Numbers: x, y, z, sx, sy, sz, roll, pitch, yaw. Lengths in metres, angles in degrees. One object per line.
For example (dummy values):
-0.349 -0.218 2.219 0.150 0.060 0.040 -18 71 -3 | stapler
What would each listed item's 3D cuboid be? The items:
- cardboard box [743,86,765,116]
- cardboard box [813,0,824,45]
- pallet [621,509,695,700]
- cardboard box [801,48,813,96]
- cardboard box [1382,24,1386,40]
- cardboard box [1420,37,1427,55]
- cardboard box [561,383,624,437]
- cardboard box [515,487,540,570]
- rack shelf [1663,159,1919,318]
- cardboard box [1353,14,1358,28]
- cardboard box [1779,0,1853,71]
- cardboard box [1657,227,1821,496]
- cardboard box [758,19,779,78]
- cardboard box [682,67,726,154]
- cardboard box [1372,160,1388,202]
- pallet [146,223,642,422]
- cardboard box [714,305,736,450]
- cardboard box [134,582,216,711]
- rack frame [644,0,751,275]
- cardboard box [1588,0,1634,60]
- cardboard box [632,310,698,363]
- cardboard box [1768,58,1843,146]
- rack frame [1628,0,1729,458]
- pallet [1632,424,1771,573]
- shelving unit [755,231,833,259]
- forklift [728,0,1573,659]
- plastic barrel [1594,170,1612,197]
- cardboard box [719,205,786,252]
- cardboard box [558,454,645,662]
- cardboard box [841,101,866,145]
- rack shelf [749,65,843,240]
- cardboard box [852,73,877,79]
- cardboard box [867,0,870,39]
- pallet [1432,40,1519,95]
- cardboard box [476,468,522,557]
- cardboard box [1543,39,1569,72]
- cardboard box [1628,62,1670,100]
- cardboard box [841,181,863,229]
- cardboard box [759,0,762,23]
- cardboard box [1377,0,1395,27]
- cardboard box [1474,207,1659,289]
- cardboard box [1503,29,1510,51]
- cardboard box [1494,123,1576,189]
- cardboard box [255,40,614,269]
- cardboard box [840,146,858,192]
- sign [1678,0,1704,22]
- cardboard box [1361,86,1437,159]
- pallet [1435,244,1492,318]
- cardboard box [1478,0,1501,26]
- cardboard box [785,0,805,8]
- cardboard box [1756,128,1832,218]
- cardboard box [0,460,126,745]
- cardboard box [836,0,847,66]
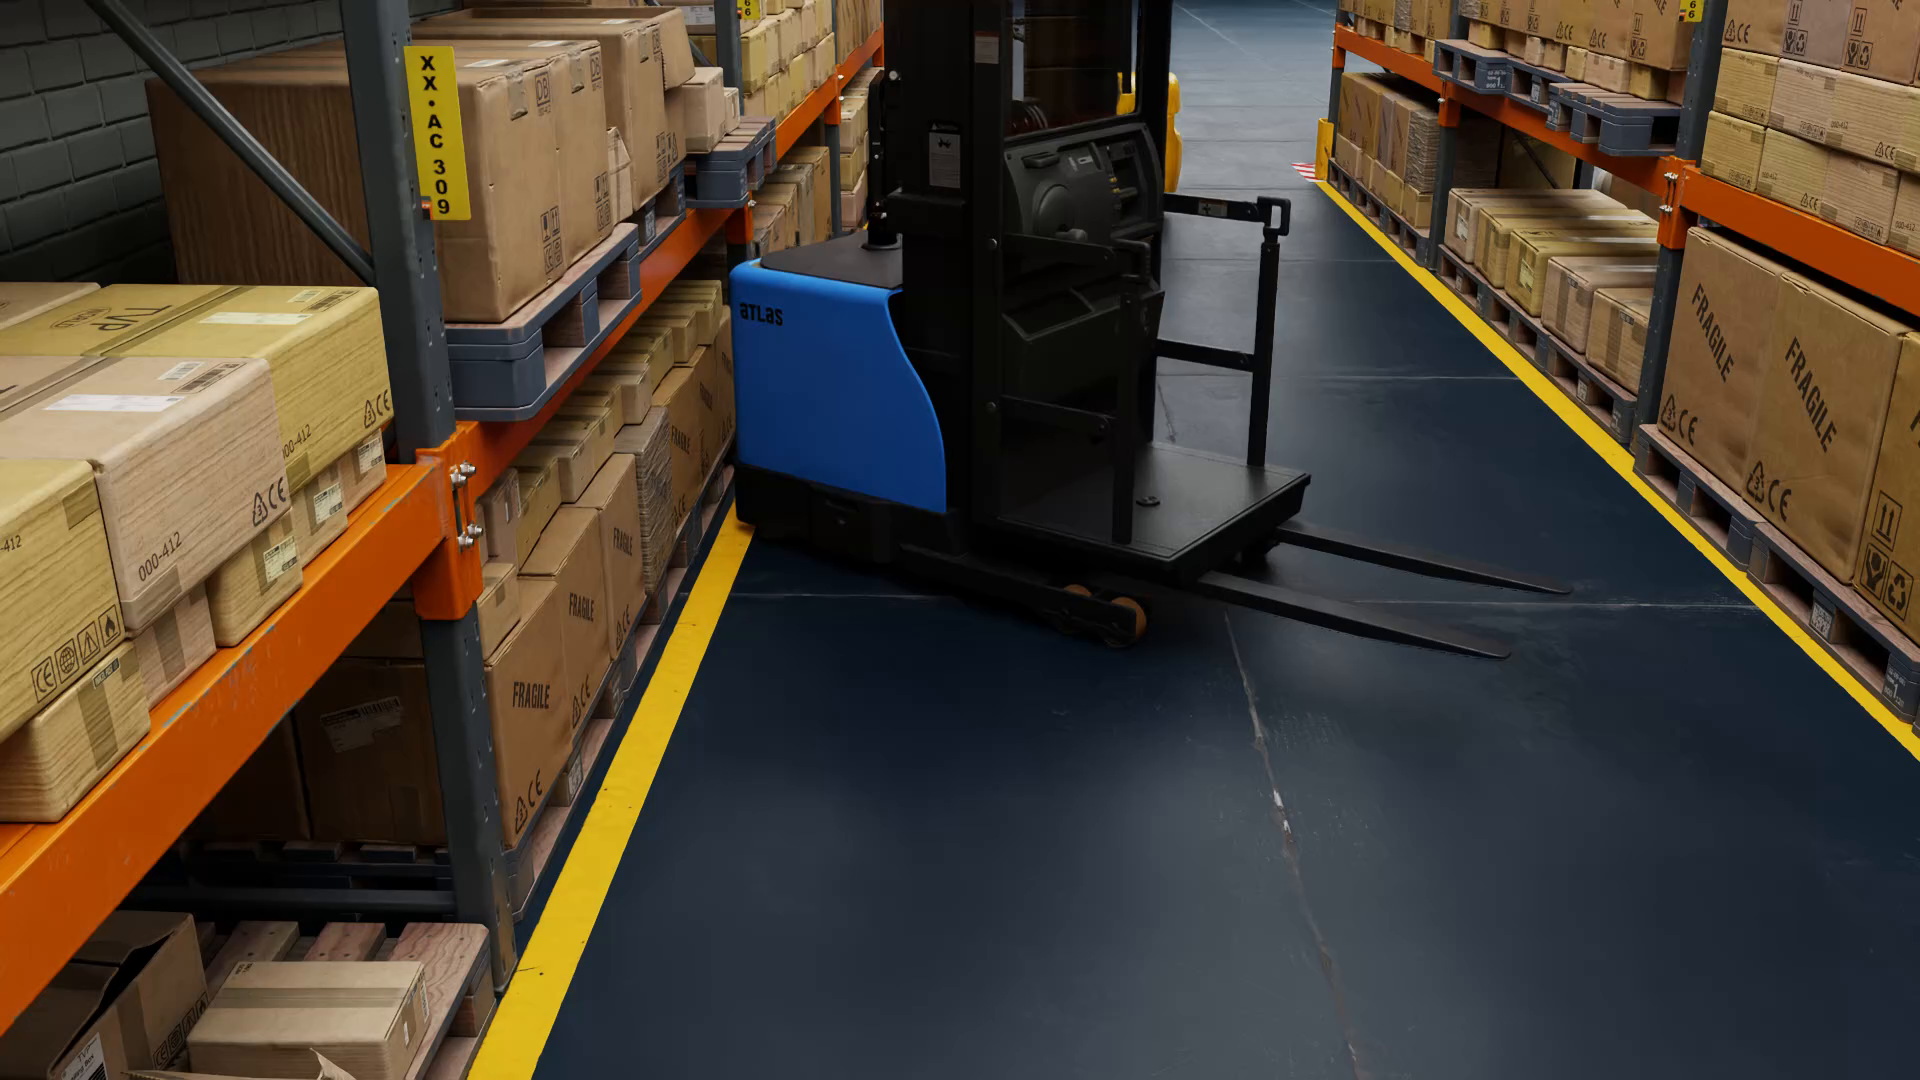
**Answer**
-1.168 -1.911 7.515 0.500 0.250 0.500 1 21 2 | cardboard box
-1.072 -3.066 9.801 0.500 0.250 0.500 0 21 0 | cardboard box
-1.526 0.186 5.757 1.003 0.211 1.213 1 21 2 | pallet
-1.113 -2.653 9.428 0.500 0.250 0.500 1 21 2 | cardboard box
3.503 -3.957 12.928 0.380 0.149 0.250 1 21 3 | cardboard box
3.471 -3.492 11.730 0.380 0.149 0.250 0 21 1 | cardboard box
-1.314 -0.407 5.410 0.380 0.149 0.250 1 21 2 | cardboard box
-1.343 -0.030 4.439 0.380 0.149 0.250 0 21 -1 | cardboard box
3.475 -0.711 5.210 1.077 0.370 4.000 1 21 2 | rack shelf
3.562 -4.425 14.133 0.380 0.149 0.250 1 21 2 | cardboard box
3.271 -1.928 5.830 0.500 0.500 0.500 1 21 2 | cardboard box
3.432 -0.726 6.611 0.875 0.875 0.875 0 21 1 | cardboard box
-1.152 -2.325 7.891 0.500 0.250 0.500 1 21 3 | cardboard box
-1.134 -1.564 6.040 0.500 0.250 0.500 0 21 -1 | cardboard box
3.433 -2.723 12.621 0.500 0.250 0.500 1 21 2 | cardboard box
-1.414 -0.575 4.130 1.003 0.211 1.213 1 21 2 | pallet
-1.224 -0.698 7.057 0.500 0.500 0.500 1 21 3 | cardboard box
-1.310 0.141 2.365 0.380 0.149 0.250 1 21 3 | cardboard box
-1.426 -1.823 7.081 1.000 3.000 0.127 1 21 2 | rack frame
3.277 -2.506 7.710 0.500 0.500 0.500 0 21 1 | cardboard box
-1.217 -0.781 6.373 0.380 0.149 0.250 0 21 0 | cardboard box
3.257 -1.566 5.934 0.500 0.250 0.500 1 21 3 | cardboard box
3.536 -1.770 6.944 1.000 3.000 0.127 1 21 2 | rack frame
3.437 -0.186 6.716 1.003 0.211 1.213 1 21 2 | pallet
-0.655 -0.739 6.964 0.215 1.050 0.252 13 27 34 | shelving unit
0.608 -1.222 5.627 3.031 2.935 1.130 15 26 33 | forklift
5.230 -2.698 12.897 0.512 0.421 0.421 18 27 38 | plastic barrel
-1.381 -1.374 8.625 0.875 0.625 0.625 1 21 3 | cardboard box
-1.282 0.047 5.136 0.500 0.500 0.500 0 21 0 | cardboard box
-0.950 -3.006 11.967 0.500 0.250 0.500 1 21 2 | cardboard box
-1.365 -2.211 9.075 1.077 0.370 4.000 1 21 2 | rack shelf
-0.894 -3.741 13.863 0.500 0.250 0.500 1 21 3 | cardboard box
-0.975 -4.209 13.091 0.500 0.500 0.500 0 21 1 | cardboard box
3.489 -2.852 9.998 1.003 0.211 1.213 1 21 2 | pallet
-1.311 -0.070 4.129 0.380 0.149 0.250 0 21 -1 | cardboard box
3.279 -2.531 8.672 0.380 0.149 0.250 0 21 0 | cardboard box
3.246 -2.067 7.477 0.380 0.149 0.250 1 21 2 | cardboard box
-0.958 -2.355 11.671 0.500 0.250 0.500 1 21 2 | cardboard box
-1.133 -2.474 7.723 0.380 0.149 0.250 1 21 3 | cardboard box
3.453 -4.124 12.462 0.500 0.500 0.500 0 21 1 | cardboard box
3.626 -1.737 9.912 0.950 0.372 0.625 2 21 5 | cardboard box
3.376 -2.905 9.636 0.380 0.149 0.250 2 21 5 | cardboard box
3.945 -2.690 11.499 0.500 0.500 0.500 2 21 4 | cardboard box
-1.293 -0.979 4.187 0.700 0.500 0.500 1 21 2 | cardboard box
-0.981 -2.588 11.582 0.500 0.250 0.500 1 21 1 | cardboard box
2.993 -2.275 6.755 0.100 0.325 0.005 1 21 2 | sign
3.443 -3.258 12.964 0.500 0.500 0.500 1 21 3 | cardboard box
3.635 -1.635 10.450 1.003 0.211 1.213 1 21 2 | pallet
3.342 -3.250 9.628 0.500 0.500 0.500 1 21 2 | cardboard box
-1.032 -2.934 8.908 0.380 0.149 0.250 0 21 0 | cardboard box
3.271 -1.340 6.043 0.500 0.250 0.500 0 21 0 | cardboard box
-1.348 0.103 1.914 0.500 0.250 0.500 0 21 1 | cardboard box
-1.030 -3.474 11.197 0.500 0.500 0.500 0 21 0 | cardboard box
